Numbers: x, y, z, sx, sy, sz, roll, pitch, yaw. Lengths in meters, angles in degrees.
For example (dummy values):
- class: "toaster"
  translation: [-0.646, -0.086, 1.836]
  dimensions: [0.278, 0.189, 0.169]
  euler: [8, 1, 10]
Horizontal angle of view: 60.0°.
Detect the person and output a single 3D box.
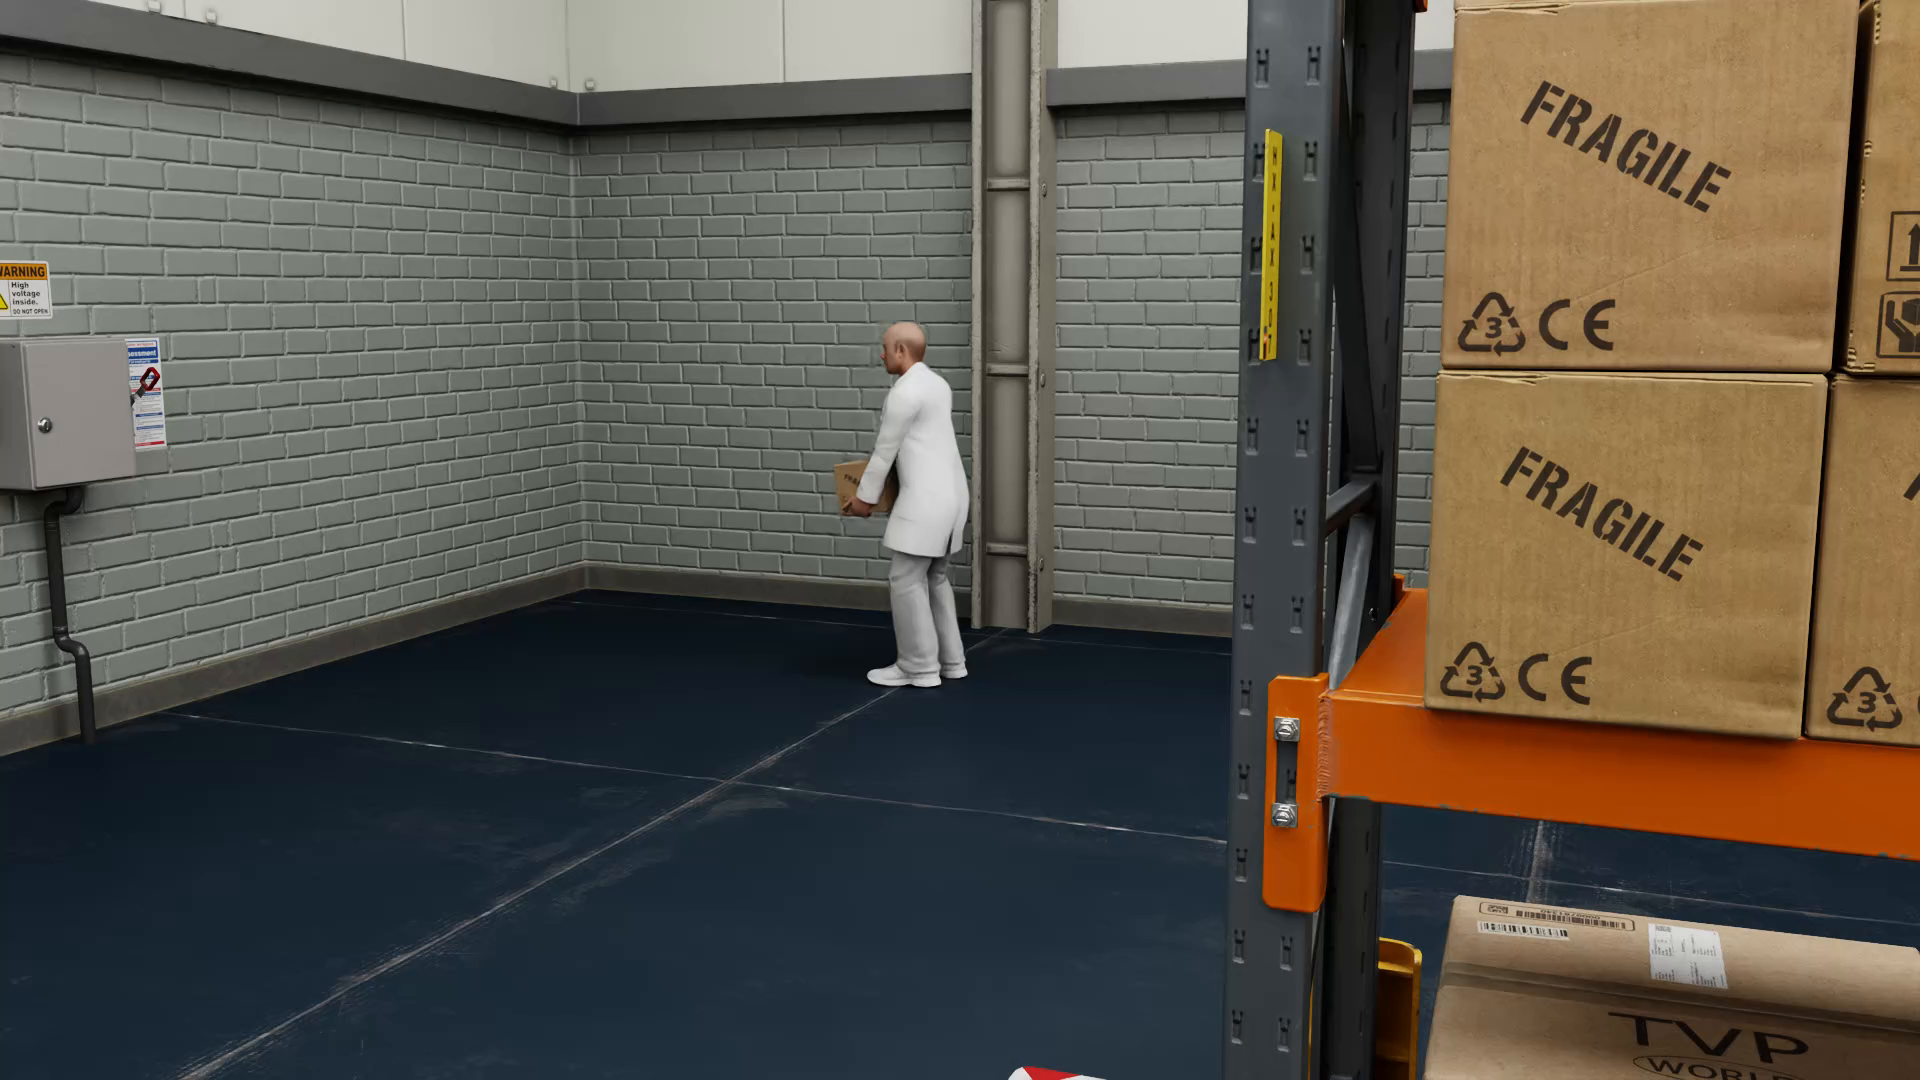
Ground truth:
- class: "person"
  translation: [-0.256, -0.175, 8.123]
  dimensions: [0.582, 1.767, 0.532]
  euler: [3, 9, 20]
